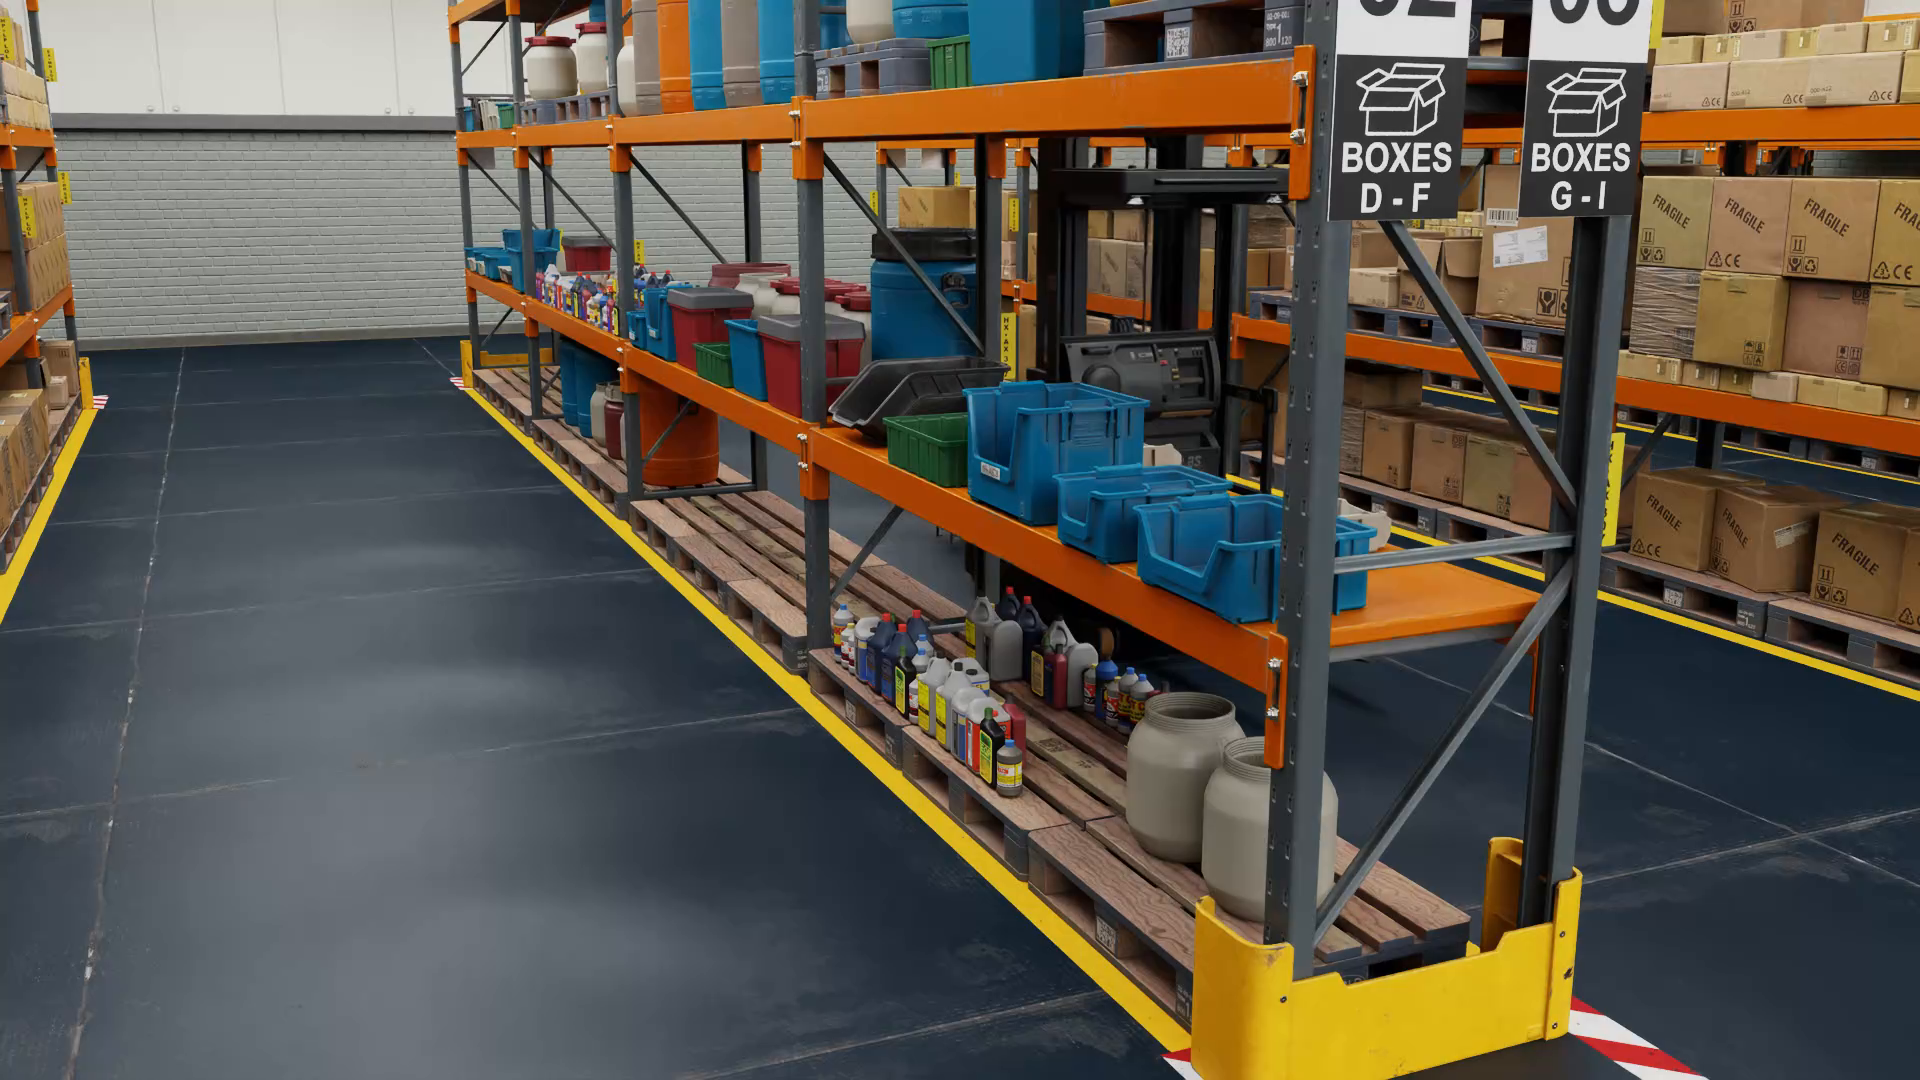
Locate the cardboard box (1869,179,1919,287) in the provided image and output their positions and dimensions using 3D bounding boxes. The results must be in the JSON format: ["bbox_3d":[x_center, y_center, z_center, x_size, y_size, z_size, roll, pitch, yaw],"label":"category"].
[{"bbox_3d":[4.819,-1.486,8.041,0.500,0.500,0.500,-6,14,-23],"label":"cardboard box"}]

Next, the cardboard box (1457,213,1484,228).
[{"bbox_3d":[5.595,-3.449,17.927,0.380,0.149,0.250,-5,14,-22],"label":"cardboard box"}]

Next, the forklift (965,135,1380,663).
[{"bbox_3d":[1.085,-0.919,8.842,1.130,2.935,3.031,-6,14,-23],"label":"forklift"}]

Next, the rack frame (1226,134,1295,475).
[{"bbox_3d":[2.658,-2.057,13.605,1.000,3.000,0.127,-6,14,-23],"label":"rack frame"}]

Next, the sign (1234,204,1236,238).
[{"bbox_3d":[2.151,-2.570,13.255,0.100,0.325,0.005,-6,14,-23],"label":"sign"}]

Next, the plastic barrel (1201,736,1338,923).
[{"bbox_3d":[0.991,0.922,5.321,0.421,0.512,0.421,0,13,0],"label":"plastic barrel"}]

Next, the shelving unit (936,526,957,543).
[{"bbox_3d":[-0.021,-0.523,11.299,0.215,1.050,0.252,-6,14,-23],"label":"shelving unit"}]

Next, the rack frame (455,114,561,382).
[{"bbox_3d":[-5.085,-3.262,18.813,1.000,3.000,0.127,-6,14,-23],"label":"rack frame"}]

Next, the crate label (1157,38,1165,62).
[{"bbox_3d":[0.877,-1.762,6.009,0.502,0.251,0.408,-6,14,-23],"label":"crate label"}]

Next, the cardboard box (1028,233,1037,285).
[{"bbox_3d":[1.011,-2.814,16.656,0.500,0.500,0.500,-6,14,-23],"label":"cardboard box"}]

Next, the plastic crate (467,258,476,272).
[{"bbox_3d":[-5.235,-3.009,18.168,0.250,0.136,0.298,-6,14,-23],"label":"plastic crate"}]

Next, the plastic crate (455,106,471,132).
[{"bbox_3d":[-5.186,-4.555,18.037,0.497,0.269,0.590,-6,14,-23],"label":"plastic crate"}]

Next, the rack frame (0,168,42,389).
[{"bbox_3d":[-8.023,-1.989,13.313,1.000,3.000,0.127,-6,14,-23],"label":"rack frame"}]

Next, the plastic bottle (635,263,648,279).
[{"bbox_3d":[-2.741,-2.213,14.390,0.144,0.351,0.185,-6,14,-23],"label":"plastic bottle"}]

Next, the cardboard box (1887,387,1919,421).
[{"bbox_3d":[4.825,-0.680,8.214,0.380,0.149,0.250,-6,14,-23],"label":"cardboard box"}]

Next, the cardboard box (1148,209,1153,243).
[{"bbox_3d":[2.121,-2.882,14.722,0.797,0.503,0.637,-5,14,-22],"label":"cardboard box"}]

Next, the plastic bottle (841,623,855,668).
[{"bbox_3d":[-0.511,0.492,7.821,0.097,0.201,0.097,0,13,0],"label":"plastic bottle"}]

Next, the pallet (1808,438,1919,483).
[{"bbox_3d":[7.975,-0.704,13.944,1.003,0.211,1.213,-6,14,-23],"label":"pallet"}]

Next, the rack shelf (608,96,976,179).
[{"bbox_3d":[-1.079,-2.307,9.629,1.077,0.370,4.000,-6,14,-23],"label":"rack shelf"}]

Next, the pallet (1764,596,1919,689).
[{"bbox_3d":[5.054,0.516,8.672,1.003,0.211,1.213,-6,14,-23],"label":"pallet"}]

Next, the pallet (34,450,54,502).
[{"bbox_3d":[-7.662,-0.466,12.916,1.003,0.211,1.213,-6,14,-23],"label":"pallet"}]

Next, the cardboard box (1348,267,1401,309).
[{"bbox_3d":[3.118,-1.821,11.988,0.500,0.250,0.500,-6,14,-25],"label":"cardboard box"}]

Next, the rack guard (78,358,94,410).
[{"bbox_3d":[-9.595,-1.582,17.097,1.175,0.500,0.348,-6,14,-23],"label":"rack guard"}]

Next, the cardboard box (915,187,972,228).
[{"bbox_3d":[-0.189,-3.814,19.204,0.500,0.500,0.500,-6,14,-24],"label":"cardboard box"}]

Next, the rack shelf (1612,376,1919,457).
[{"bbox_3d":[5.061,-0.467,8.330,1.077,0.370,4.000,-6,14,-23],"label":"rack shelf"}]

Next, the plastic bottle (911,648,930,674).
[{"bbox_3d":[-0.166,0.602,7.191,0.097,0.271,0.097,0,13,0],"label":"plastic bottle"}]

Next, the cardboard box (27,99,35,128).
[{"bbox_3d":[-8.590,-3.811,14.862,0.500,0.250,0.500,-6,14,-23],"label":"cardboard box"}]

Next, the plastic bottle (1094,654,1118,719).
[{"bbox_3d":[0.625,0.622,7.105,0.097,0.271,0.097,0,13,0],"label":"plastic bottle"}]

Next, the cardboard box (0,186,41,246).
[{"bbox_3d":[-8.161,-2.754,14.179,0.500,0.500,0.500,-6,14,-25],"label":"cardboard box"}]

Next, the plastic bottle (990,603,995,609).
[{"bbox_3d":[0.153,0.413,8.165,0.097,0.201,0.097,0,13,0],"label":"plastic bottle"}]

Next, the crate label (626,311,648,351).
[{"bbox_3d":[-2.055,-1.407,11.168,0.303,0.233,0.416,-6,14,-23],"label":"crate label"}]

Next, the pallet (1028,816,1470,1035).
[{"bbox_3d":[0.930,1.222,5.622,1.003,0.211,1.213,-6,14,-23],"label":"pallet"}]

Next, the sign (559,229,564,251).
[{"bbox_3d":[-4.587,-3.395,19.024,0.100,0.325,0.005,-6,14,-23],"label":"sign"}]

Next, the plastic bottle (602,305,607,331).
[{"bbox_3d":[-2.594,-1.651,12.292,0.097,0.201,0.097,0,13,0],"label":"plastic bottle"}]

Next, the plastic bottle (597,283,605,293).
[{"bbox_3d":[-2.833,-1.885,13.121,0.061,0.283,0.133,-6,14,-23],"label":"plastic bottle"}]

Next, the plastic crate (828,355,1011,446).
[{"bbox_3d":[-0.185,-0.633,7.591,0.767,0.338,0.504,-6,14,-23],"label":"plastic crate"}]

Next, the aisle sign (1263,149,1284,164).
[{"bbox_3d":[4.284,-5.446,22.481,0.394,0.787,0.004,-6,14,-23],"label":"aisle sign"}]

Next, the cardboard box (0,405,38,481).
[{"bbox_3d":[-7.172,-0.703,12.324,0.500,0.500,0.500,-5,14,-22],"label":"cardboard box"}]

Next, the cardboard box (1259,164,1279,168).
[{"bbox_3d":[4.183,-4.597,21.482,0.500,0.500,0.500,-5,14,-21],"label":"cardboard box"}]

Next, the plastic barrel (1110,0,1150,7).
[{"bbox_3d":[0.751,-1.938,5.092,0.600,0.588,0.600,0,13,0],"label":"plastic barrel"}]

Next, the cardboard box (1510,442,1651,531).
[{"bbox_3d":[4.034,-0.356,10.823,0.700,0.500,0.500,-7,15,-27],"label":"cardboard box"}]

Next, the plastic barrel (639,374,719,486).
[{"bbox_3d":[-2.092,-0.856,12.299,0.600,0.830,0.708,-6,14,-23],"label":"plastic barrel"}]

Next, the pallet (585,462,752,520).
[{"bbox_3d":[-2.234,-0.410,12.674,1.003,0.211,1.213,-6,14,-23],"label":"pallet"}]

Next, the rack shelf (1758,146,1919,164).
[{"bbox_3d":[10.937,-4.476,19.000,1.077,0.370,4.000,-6,14,-23],"label":"rack shelf"}]

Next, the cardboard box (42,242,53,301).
[{"bbox_3d":[-8.384,-2.377,14.766,0.500,0.500,0.500,-6,14,-23],"label":"cardboard box"}]

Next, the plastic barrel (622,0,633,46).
[{"bbox_3d":[-2.105,-3.602,11.746,0.600,0.830,0.708,-6,14,-23],"label":"plastic barrel"}]

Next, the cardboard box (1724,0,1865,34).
[{"bbox_3d":[4.674,-3.059,9.292,0.500,0.500,0.500,-6,14,-25],"label":"cardboard box"}]

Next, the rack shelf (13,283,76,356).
[{"bbox_3d":[-8.824,-2.052,15.179,1.077,0.370,4.000,-6,14,-23],"label":"rack shelf"}]

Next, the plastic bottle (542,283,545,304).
[{"bbox_3d":[-3.610,-2.175,14.556,0.097,0.201,0.097,0,13,0],"label":"plastic bottle"}]

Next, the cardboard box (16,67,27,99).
[{"bbox_3d":[-8.381,-3.952,14.362,0.500,0.250,0.500,-6,14,-23],"label":"cardboard box"}]

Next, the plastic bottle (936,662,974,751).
[{"bbox_3d":[-0.015,0.663,6.754,0.144,0.351,0.185,-5,14,-21],"label":"plastic bottle"}]

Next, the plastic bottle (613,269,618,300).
[{"bbox_3d":[-2.947,-2.239,14.499,0.144,0.351,0.185,-6,14,-23],"label":"plastic bottle"}]

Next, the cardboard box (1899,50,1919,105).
[{"bbox_3d":[4.830,-2.182,7.825,0.500,0.250,0.500,-6,14,-24],"label":"cardboard box"}]
